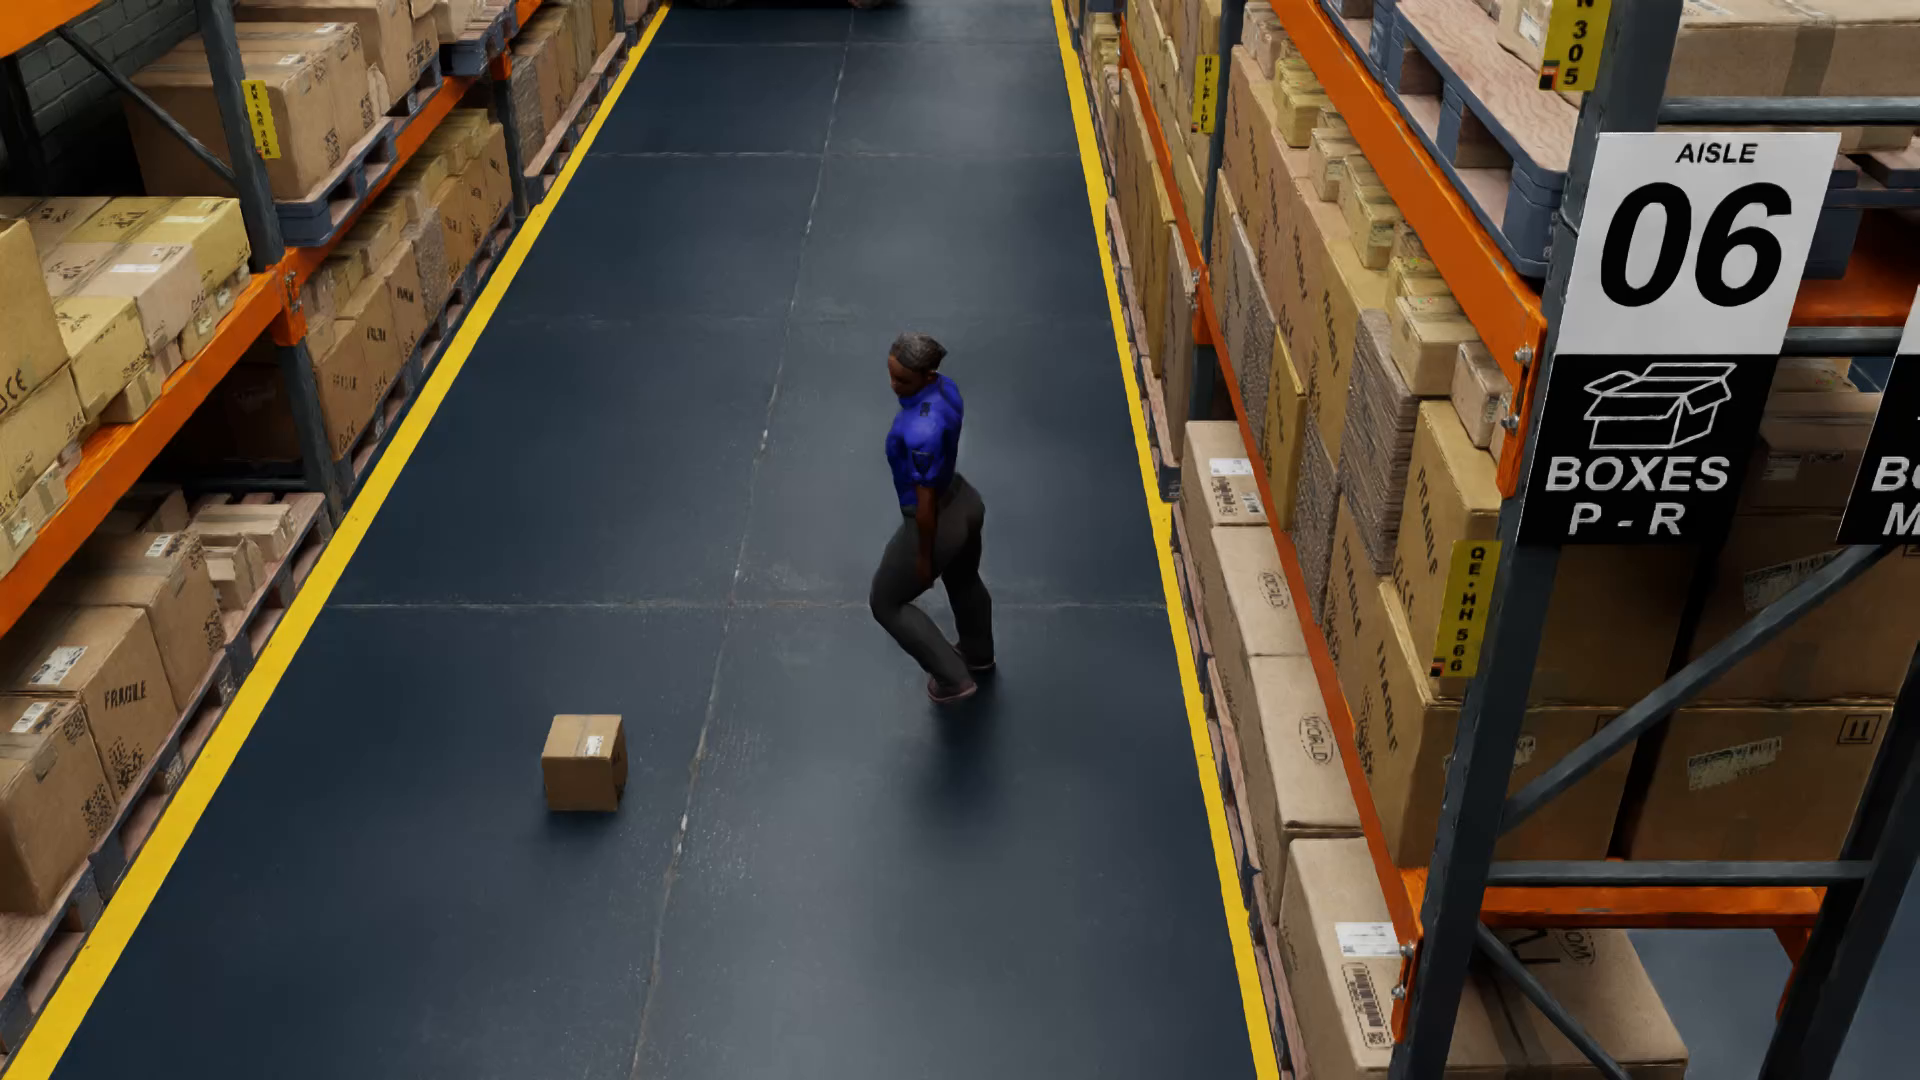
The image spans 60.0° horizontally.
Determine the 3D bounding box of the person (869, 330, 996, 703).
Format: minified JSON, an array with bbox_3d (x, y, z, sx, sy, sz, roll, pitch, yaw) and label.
[{"bbox_3d":[-0.092,-0.073,6.280,0.445,1.624,0.554,10,33,16],"label":"person"}]
